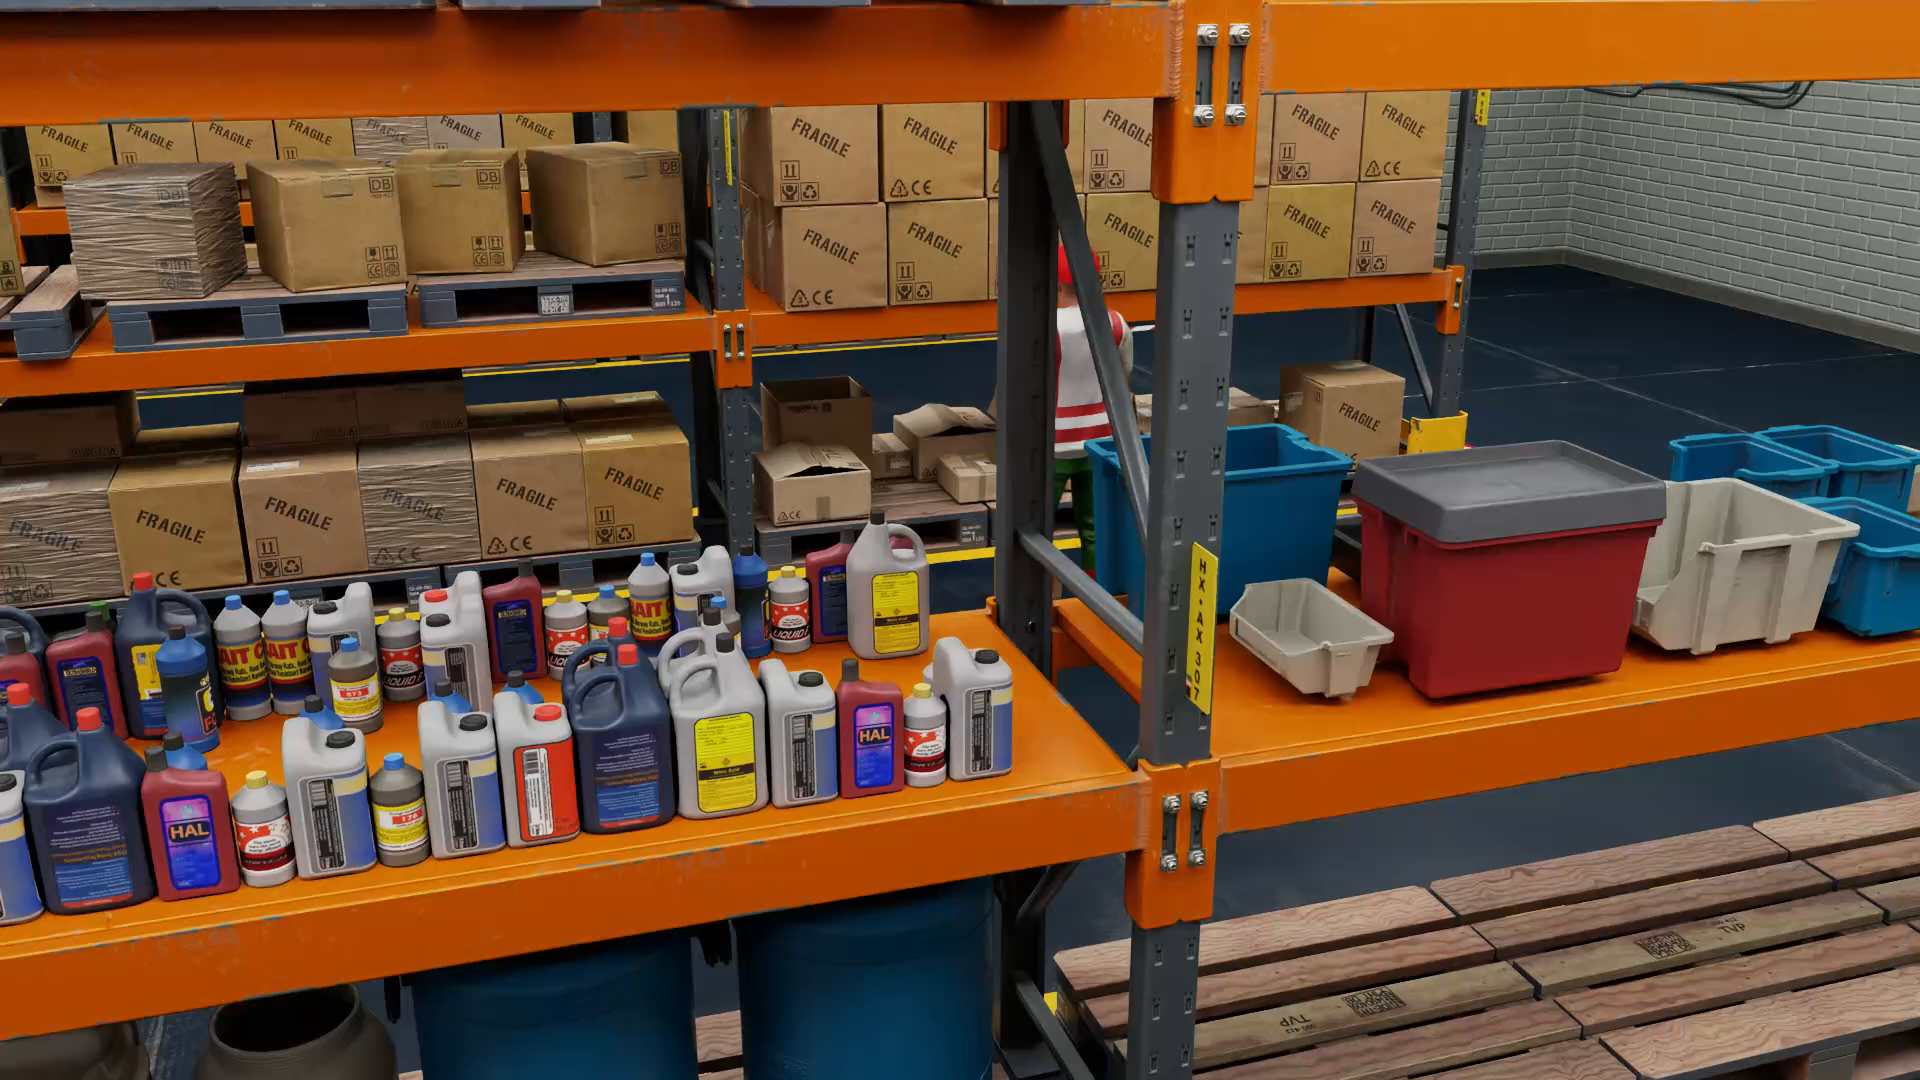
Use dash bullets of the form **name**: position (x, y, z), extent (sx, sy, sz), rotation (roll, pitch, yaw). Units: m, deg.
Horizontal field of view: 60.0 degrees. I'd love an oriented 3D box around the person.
- **person**: position (0.461, -0.400, 7.174), extent (0.587, 1.791, 0.366), rotation (-6, 20, -17)
